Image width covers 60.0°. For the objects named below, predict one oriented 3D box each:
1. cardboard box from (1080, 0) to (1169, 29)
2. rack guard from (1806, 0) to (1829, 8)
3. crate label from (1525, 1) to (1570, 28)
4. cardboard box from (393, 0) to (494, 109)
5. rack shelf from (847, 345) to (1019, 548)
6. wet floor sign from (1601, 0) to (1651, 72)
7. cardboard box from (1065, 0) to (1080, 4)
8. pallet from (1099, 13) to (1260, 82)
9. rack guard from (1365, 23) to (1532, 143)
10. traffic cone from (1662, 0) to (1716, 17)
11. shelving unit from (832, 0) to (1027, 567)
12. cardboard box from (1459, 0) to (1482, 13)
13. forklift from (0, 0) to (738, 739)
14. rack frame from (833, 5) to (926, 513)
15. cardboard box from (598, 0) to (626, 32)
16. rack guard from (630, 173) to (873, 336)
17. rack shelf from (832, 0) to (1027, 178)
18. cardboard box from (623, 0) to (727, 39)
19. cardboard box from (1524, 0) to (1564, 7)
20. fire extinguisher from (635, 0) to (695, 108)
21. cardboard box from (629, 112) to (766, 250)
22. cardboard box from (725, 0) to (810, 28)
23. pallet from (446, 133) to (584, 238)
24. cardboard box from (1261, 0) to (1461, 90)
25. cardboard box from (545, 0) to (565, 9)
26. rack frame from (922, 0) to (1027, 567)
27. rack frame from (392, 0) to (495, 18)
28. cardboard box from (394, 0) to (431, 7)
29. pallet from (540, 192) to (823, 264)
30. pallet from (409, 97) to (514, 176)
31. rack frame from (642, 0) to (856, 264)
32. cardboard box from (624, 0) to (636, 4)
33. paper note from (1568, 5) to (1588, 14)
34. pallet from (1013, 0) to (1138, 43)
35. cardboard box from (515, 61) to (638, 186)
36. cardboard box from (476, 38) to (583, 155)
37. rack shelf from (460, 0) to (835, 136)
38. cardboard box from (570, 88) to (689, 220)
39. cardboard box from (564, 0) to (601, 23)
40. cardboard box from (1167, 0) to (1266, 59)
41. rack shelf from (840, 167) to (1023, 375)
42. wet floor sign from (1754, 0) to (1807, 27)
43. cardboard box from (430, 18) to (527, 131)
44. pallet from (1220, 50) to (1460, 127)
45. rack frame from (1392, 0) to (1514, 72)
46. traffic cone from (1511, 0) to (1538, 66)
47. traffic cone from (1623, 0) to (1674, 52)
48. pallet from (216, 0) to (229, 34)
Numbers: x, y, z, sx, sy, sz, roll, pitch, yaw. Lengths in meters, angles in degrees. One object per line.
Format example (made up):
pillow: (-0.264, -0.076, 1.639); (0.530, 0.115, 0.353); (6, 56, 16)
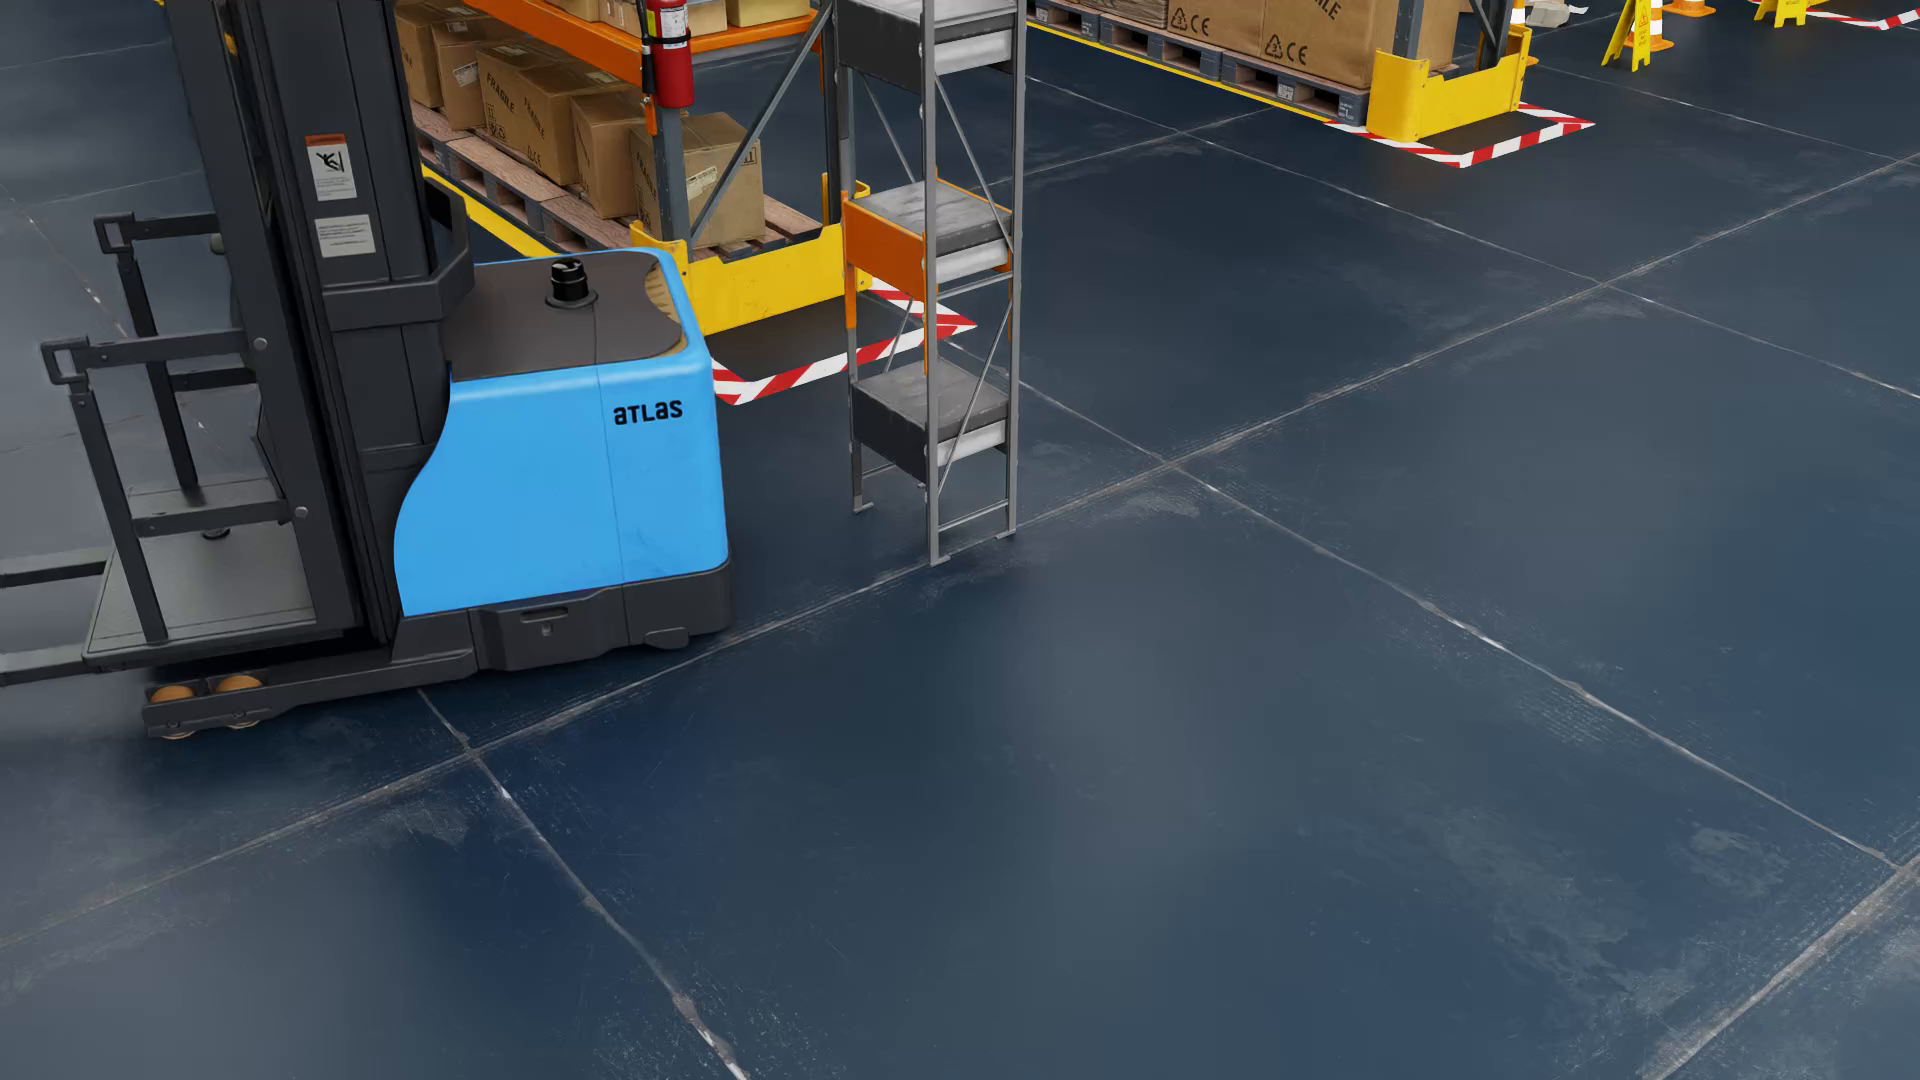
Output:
cardboard box: (1.484, -4.240, 11.849); (0.875, 0.875, 0.875); (-22, 38, -31)
rack guard: (6.852, -4.569, 13.133); (1.175, 0.500, 0.348); (-22, 38, -31)
crate label: (4.417, -3.952, 12.484); (0.298, 0.136, 0.250); (12, 34, 19)
cardboard box: (-3.168, -2.997, 10.204); (0.500, 0.500, 0.500); (-24, 39, -33)
rack shelf: (-0.102, -0.355, 6.184); (0.431, 0.518, 0.480); (-22, 38, -31)
wet floor sign: (4.633, -3.584, 11.410); (0.232, 0.644, 0.267); (26, 40, 35)
cardboard box: (0.928, -4.614, 12.452); (0.875, 0.875, 0.875); (-22, 38, -31)
pallet: (1.755, -3.587, 11.826); (1.003, 0.211, 1.213); (-22, 38, -31)
rack guard: (3.066, -2.884, 10.420); (1.175, 0.500, 0.348); (-22, 38, -31)
traffic cone: (5.616, -4.284, 12.709); (0.336, 0.463, 0.334); (-22, 38, -31)
shelving unit: (-0.102, -0.961, 5.807); (0.431, 2.100, 0.503); (-22, 38, -31)
cardboard box: (3.822, -4.452, 12.941); (0.637, 0.503, 0.797); (6, 32, 10)
forklift: (-2.339, -0.929, 4.968); (3.031, 2.935, 1.130); (-9, 33, -14)
rack frame: (-0.251, -1.063, 5.971); (0.400, 2.100, 0.015); (-22, 38, -31)
cardboard box: (-1.420, -2.443, 7.579); (0.380, 0.149, 0.250); (-22, 38, -31)
rack guard: (-0.976, -1.363, 7.971); (1.175, 0.500, 0.348); (-22, 38, -31)
rack shelf: (-0.101, -1.544, 5.445); (0.431, 0.518, 0.480); (-22, 38, -31)
cardboard box: (-1.267, -2.339, 7.411); (0.380, 0.149, 0.250); (-22, 38, -31)
cardboard box: (4.500, -4.281, 13.002); (0.380, 0.149, 0.250); (-4, 32, -7)
fire extinguisher: (-1.223, -2.164, 6.964); (0.296, 0.674, 0.183); (-22, 38, -31)
cardboard box: (-1.299, -1.776, 8.237); (0.500, 0.500, 0.500); (-15, 35, -23)
cardboard box: (-0.916, -2.483, 7.642); (0.380, 0.149, 0.250); (-22, 38, -31)
pallet: (-2.190, -2.099, 9.429); (1.003, 0.211, 1.213); (-22, 38, -31)
cardboard box: (2.583, -3.493, 10.647); (0.875, 0.875, 0.875); (-22, 38, -31)
cardboard box: (-1.755, -2.640, 7.895); (0.380, 0.149, 0.250); (-22, 38, -31)
rack frame: (0.048, -0.859, 5.643); (0.400, 2.100, 0.015); (-22, 38, -31)
rack frame: (-3.382, -4.060, 9.945); (1.000, 3.000, 0.127); (-22, 38, -31)
cardboard box: (-3.742, -3.448, 10.911); (0.700, 0.500, 0.500); (-26, 40, -35)
pallet: (-1.446, -1.591, 8.611); (1.003, 0.211, 1.213); (-22, 38, -31)
pallet: (-2.942, -2.607, 10.248); (1.003, 0.211, 1.213); (-22, 38, -31)
rack frame: (-0.929, -2.393, 7.261); (1.000, 3.000, 0.127); (-22, 38, -31)
cardboard box: (-1.245, -2.800, 7.539); (0.875, 0.500, 0.500); (-22, 38, -31)
paper note: (4.747, -4.088, 12.804); (0.142, 0.019, 0.148); (18, 36, 27)
pallet: (1.002, -4.096, 12.645); (1.003, 0.211, 1.213); (-22, 38, -31)
cardboard box: (-2.061, -2.281, 9.050); (0.500, 0.500, 0.500); (-19, 36, -27)
cardboard box: (-2.368, -2.528, 9.448); (0.500, 0.500, 0.500); (-26, 40, -35)
rack shelf: (-2.156, -2.921, 8.792); (1.077, 0.370, 4.000); (-22, 38, -31)
cardboard box: (-1.692, -2.014, 8.620); (0.500, 0.500, 0.500); (-12, 34, -19)
cardboard box: (-1.614, -2.531, 7.720); (0.380, 0.149, 0.250); (-22, 38, -31)
cardboard box: (2.042, -3.859, 11.236); (0.875, 0.875, 0.875); (-23, 39, -32)
rack shelf: (-0.102, -0.949, 5.814); (0.431, 0.518, 0.480); (-22, 38, -31)
wet floor sign: (6.170, -4.174, 12.359); (0.267, 0.644, 0.232); (-10, 33, -15)
cardboard box: (-2.811, -2.761, 9.824); (0.500, 0.500, 0.500); (-11, 33, -16)
pallet: (2.499, -3.079, 11.008); (1.003, 0.211, 1.213); (-22, 38, -31)
rack frame: (3.051, -3.956, 9.777); (1.000, 3.000, 0.127); (-22, 38, -31)
traffic cone: (3.847, -3.559, 11.542); (0.336, 0.463, 0.334); (-22, 38, -31)
traffic cone: (4.948, -3.783, 11.902); (0.336, 0.463, 0.334); (-22, 38, -31)
pallet: (-5.357, -4.217, 12.839); (1.003, 0.211, 1.213); (-22, 38, -31)
